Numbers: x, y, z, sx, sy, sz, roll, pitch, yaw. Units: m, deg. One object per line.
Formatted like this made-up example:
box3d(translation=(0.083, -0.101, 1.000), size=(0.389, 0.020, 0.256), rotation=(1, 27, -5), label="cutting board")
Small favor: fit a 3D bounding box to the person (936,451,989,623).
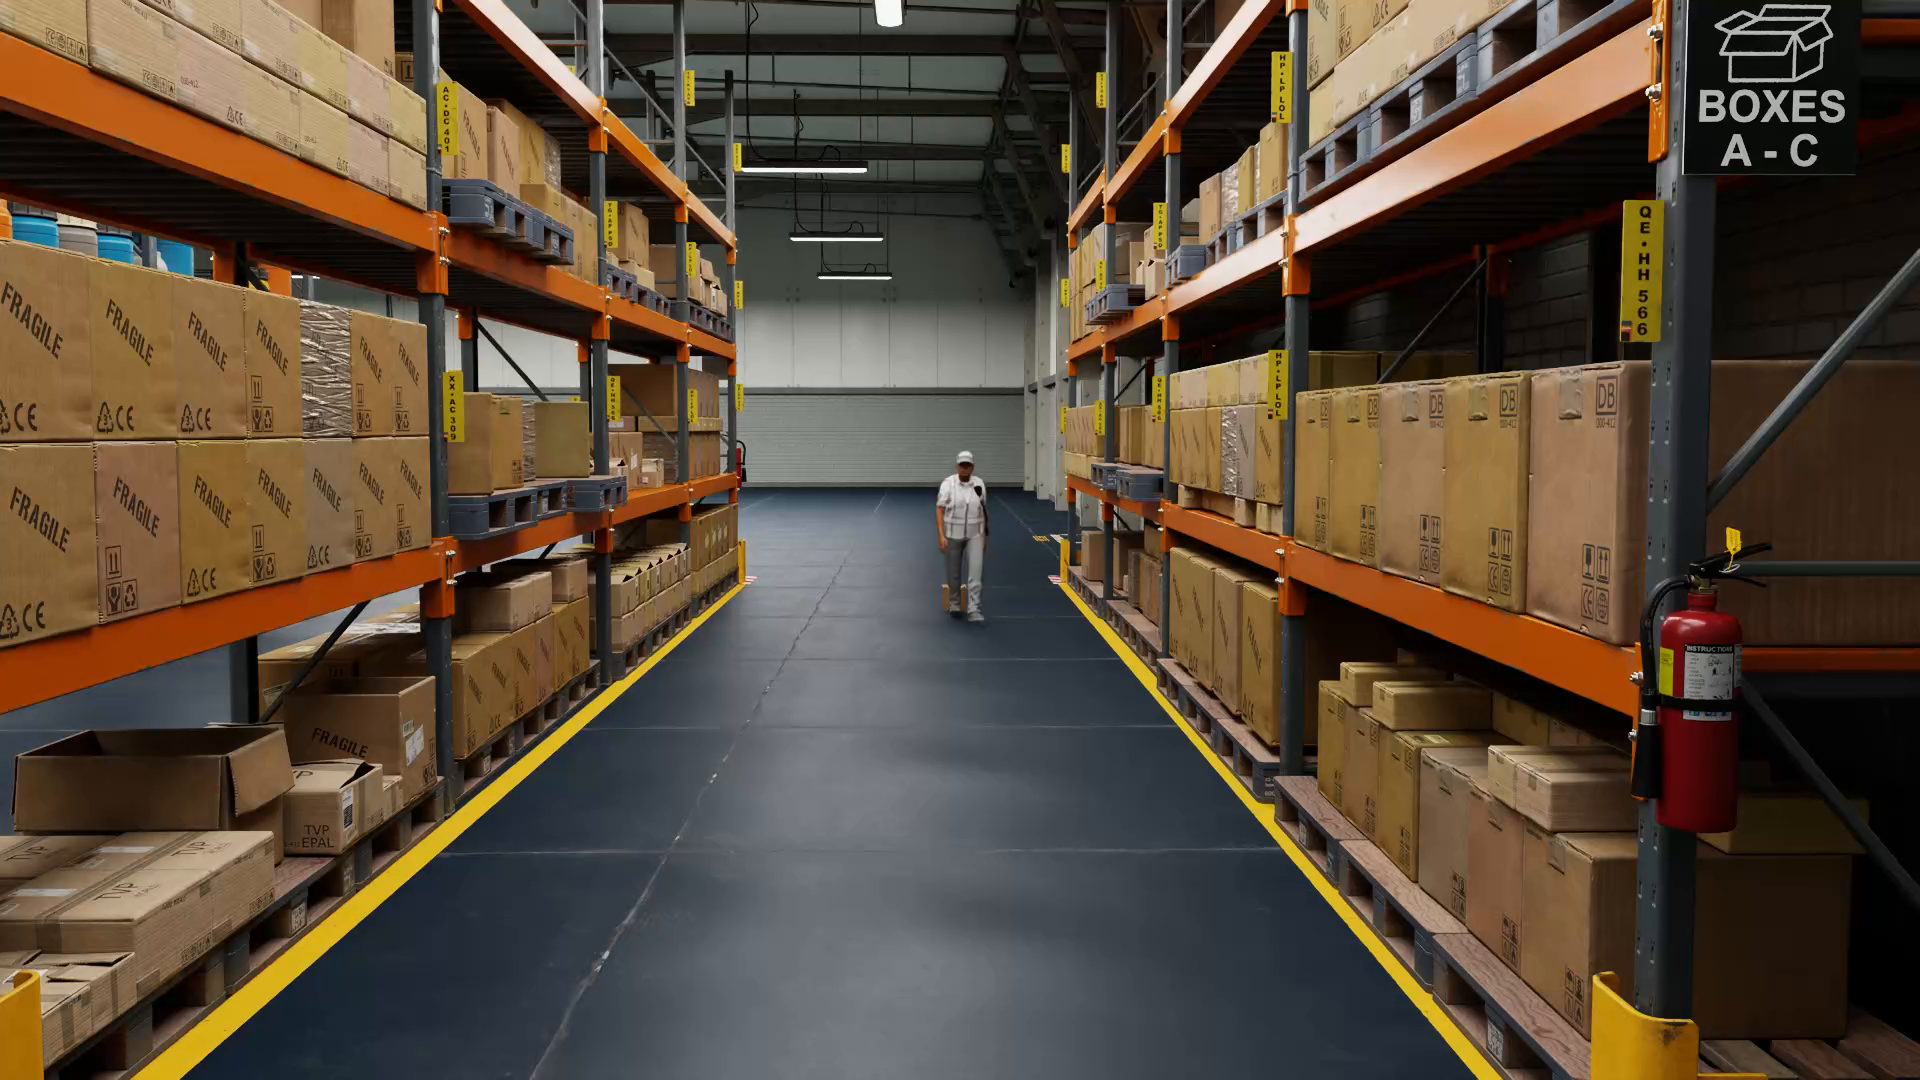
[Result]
box3d(translation=(0.022, -0.042, 15.725), size=(0.504, 1.603, 1.030), rotation=(0, 4, -4), label="person")
